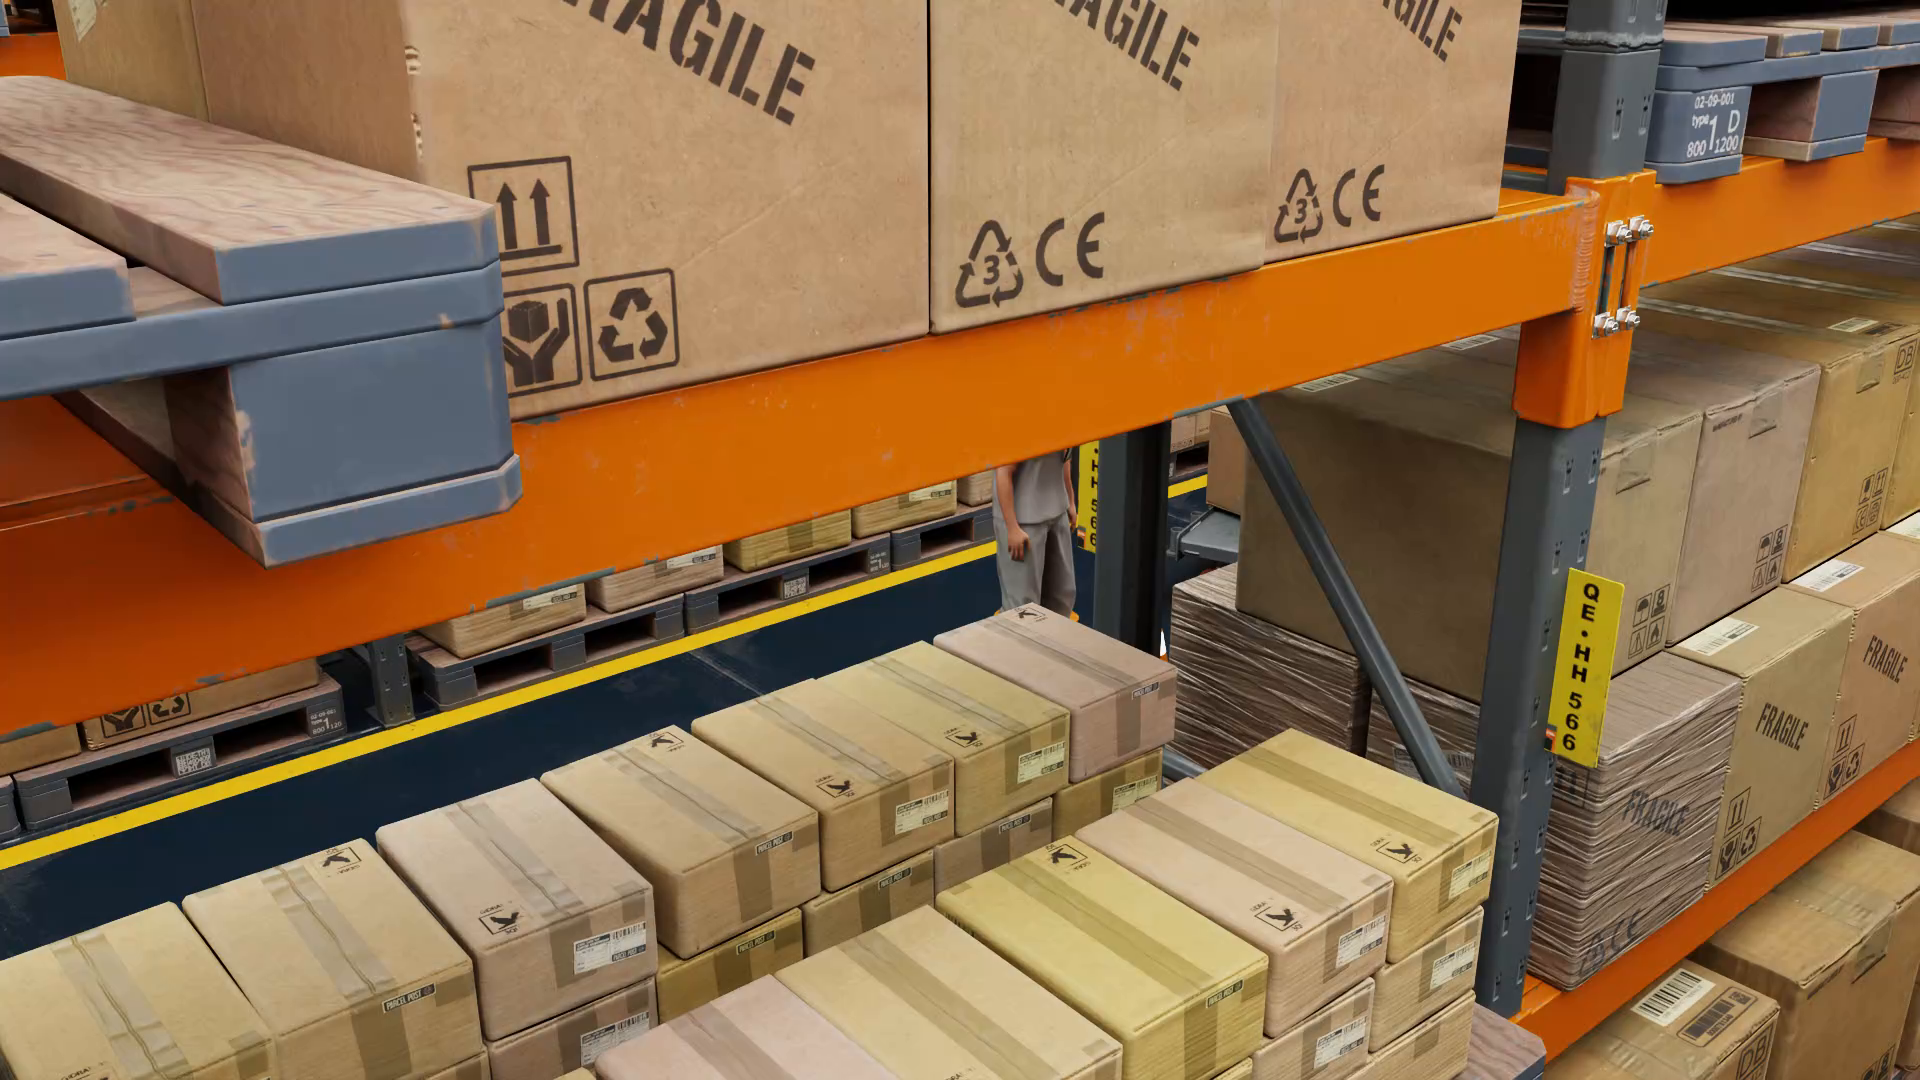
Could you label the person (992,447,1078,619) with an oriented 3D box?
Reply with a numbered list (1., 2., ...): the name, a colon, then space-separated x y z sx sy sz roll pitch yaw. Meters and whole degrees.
1. person: 0.320 -0.076 6.802 0.365 1.658 0.514 15 26 34
